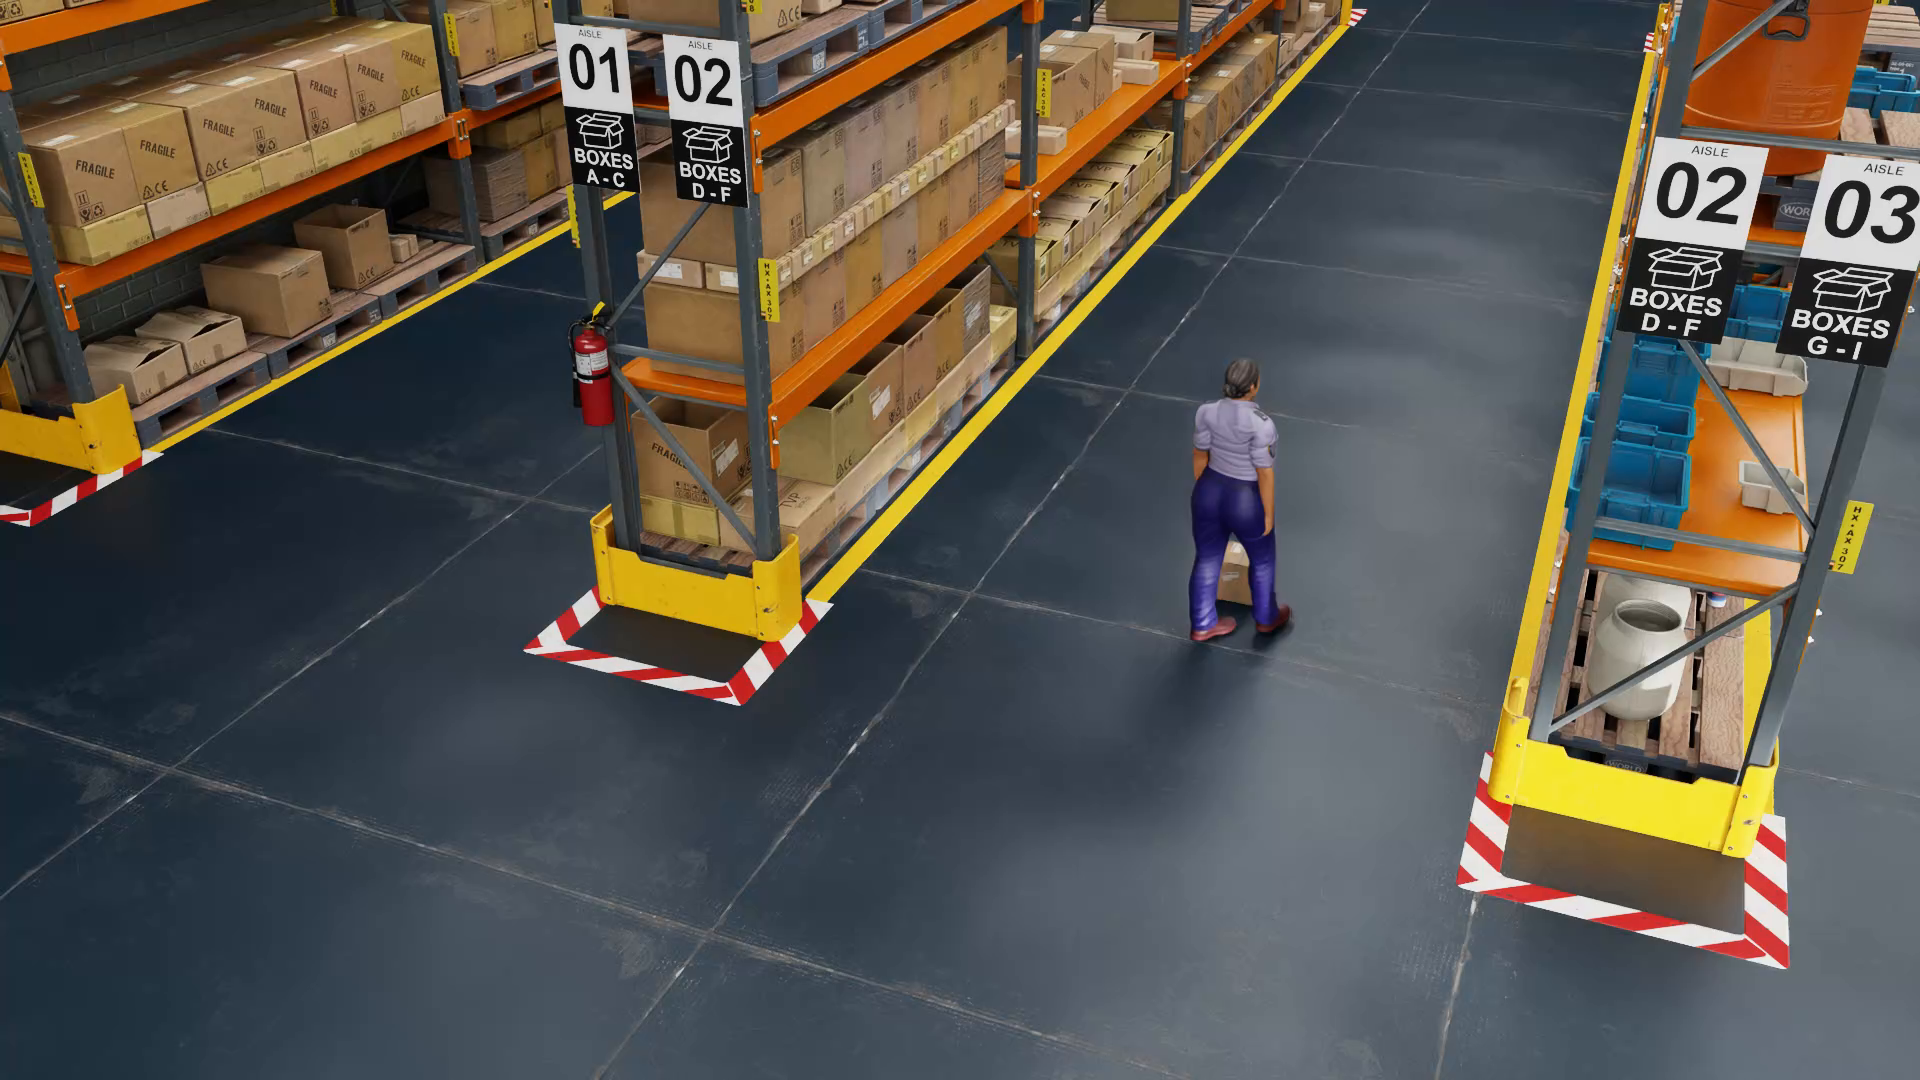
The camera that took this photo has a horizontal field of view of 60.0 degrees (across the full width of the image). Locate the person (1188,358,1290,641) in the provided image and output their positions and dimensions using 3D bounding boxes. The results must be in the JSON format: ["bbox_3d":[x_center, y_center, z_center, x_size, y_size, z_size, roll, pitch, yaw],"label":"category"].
[{"bbox_3d":[1.508,-0.245,8.822,0.487,1.643,0.584,20,35,30],"label":"person"}]
